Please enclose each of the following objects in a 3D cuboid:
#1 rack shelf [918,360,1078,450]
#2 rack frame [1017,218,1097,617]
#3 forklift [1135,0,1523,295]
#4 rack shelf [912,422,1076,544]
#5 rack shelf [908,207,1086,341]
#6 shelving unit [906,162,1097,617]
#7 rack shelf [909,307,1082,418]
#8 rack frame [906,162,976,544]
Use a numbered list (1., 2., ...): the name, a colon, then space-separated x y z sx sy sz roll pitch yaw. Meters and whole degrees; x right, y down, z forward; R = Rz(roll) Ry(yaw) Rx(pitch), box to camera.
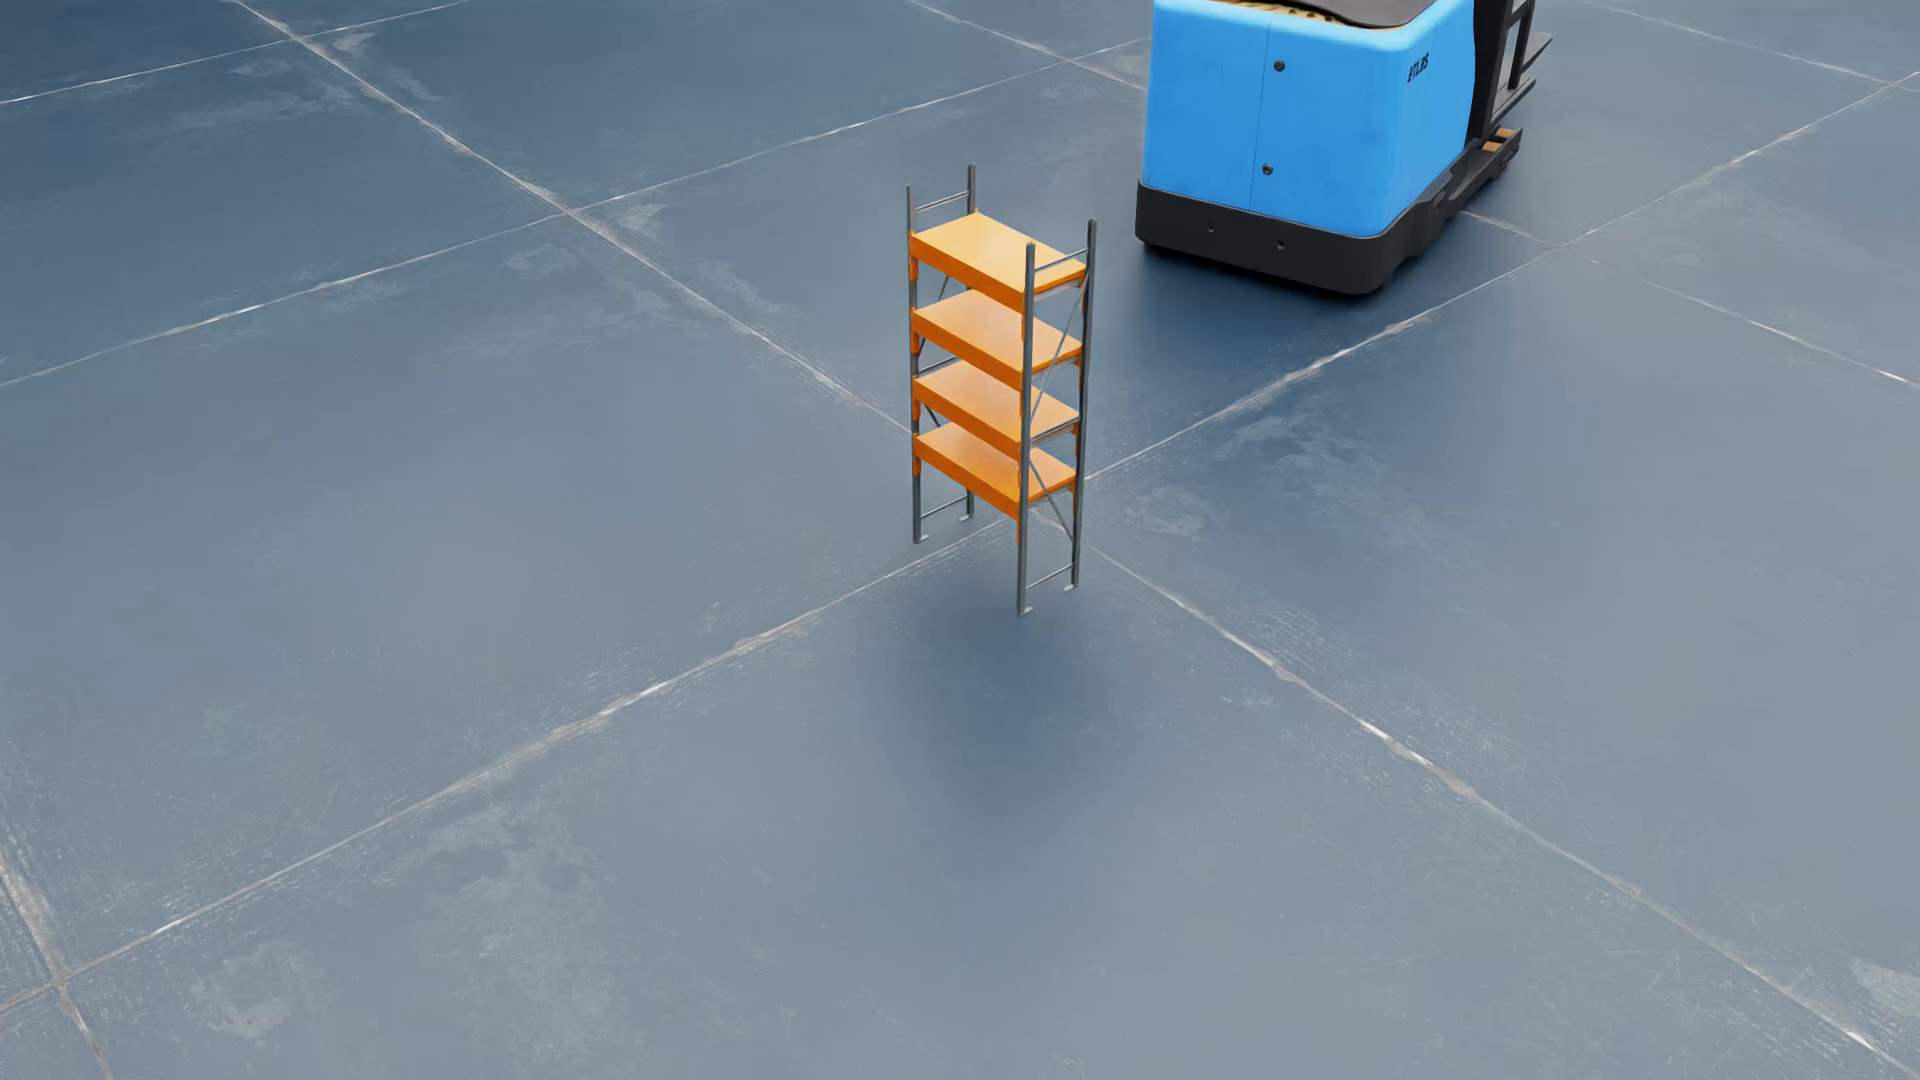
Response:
1. rack shelf: 0.107 -0.394 4.816 0.221 0.050 0.457 -26 43 -32
2. rack frame: 0.264 -0.309 4.648 0.240 1.200 0.015 -26 43 -32
3. forklift: 1.648 -2.677 6.549 1.129 2.867 1.939 20 40 26
4. rack shelf: 0.107 -0.200 4.954 0.258 0.148 0.480 -26 43 -32
5. rack shelf: 0.107 -0.737 4.573 0.258 0.148 0.480 -26 43 -32
6. shelving unit: 0.107 -0.417 4.800 0.258 1.200 0.503 -26 43 -32
7. rack shelf: 0.107 -0.544 4.710 0.258 0.148 0.480 -26 43 -32
8. rack frame: -0.051 -0.524 4.952 0.240 1.200 0.015 -26 43 -32
